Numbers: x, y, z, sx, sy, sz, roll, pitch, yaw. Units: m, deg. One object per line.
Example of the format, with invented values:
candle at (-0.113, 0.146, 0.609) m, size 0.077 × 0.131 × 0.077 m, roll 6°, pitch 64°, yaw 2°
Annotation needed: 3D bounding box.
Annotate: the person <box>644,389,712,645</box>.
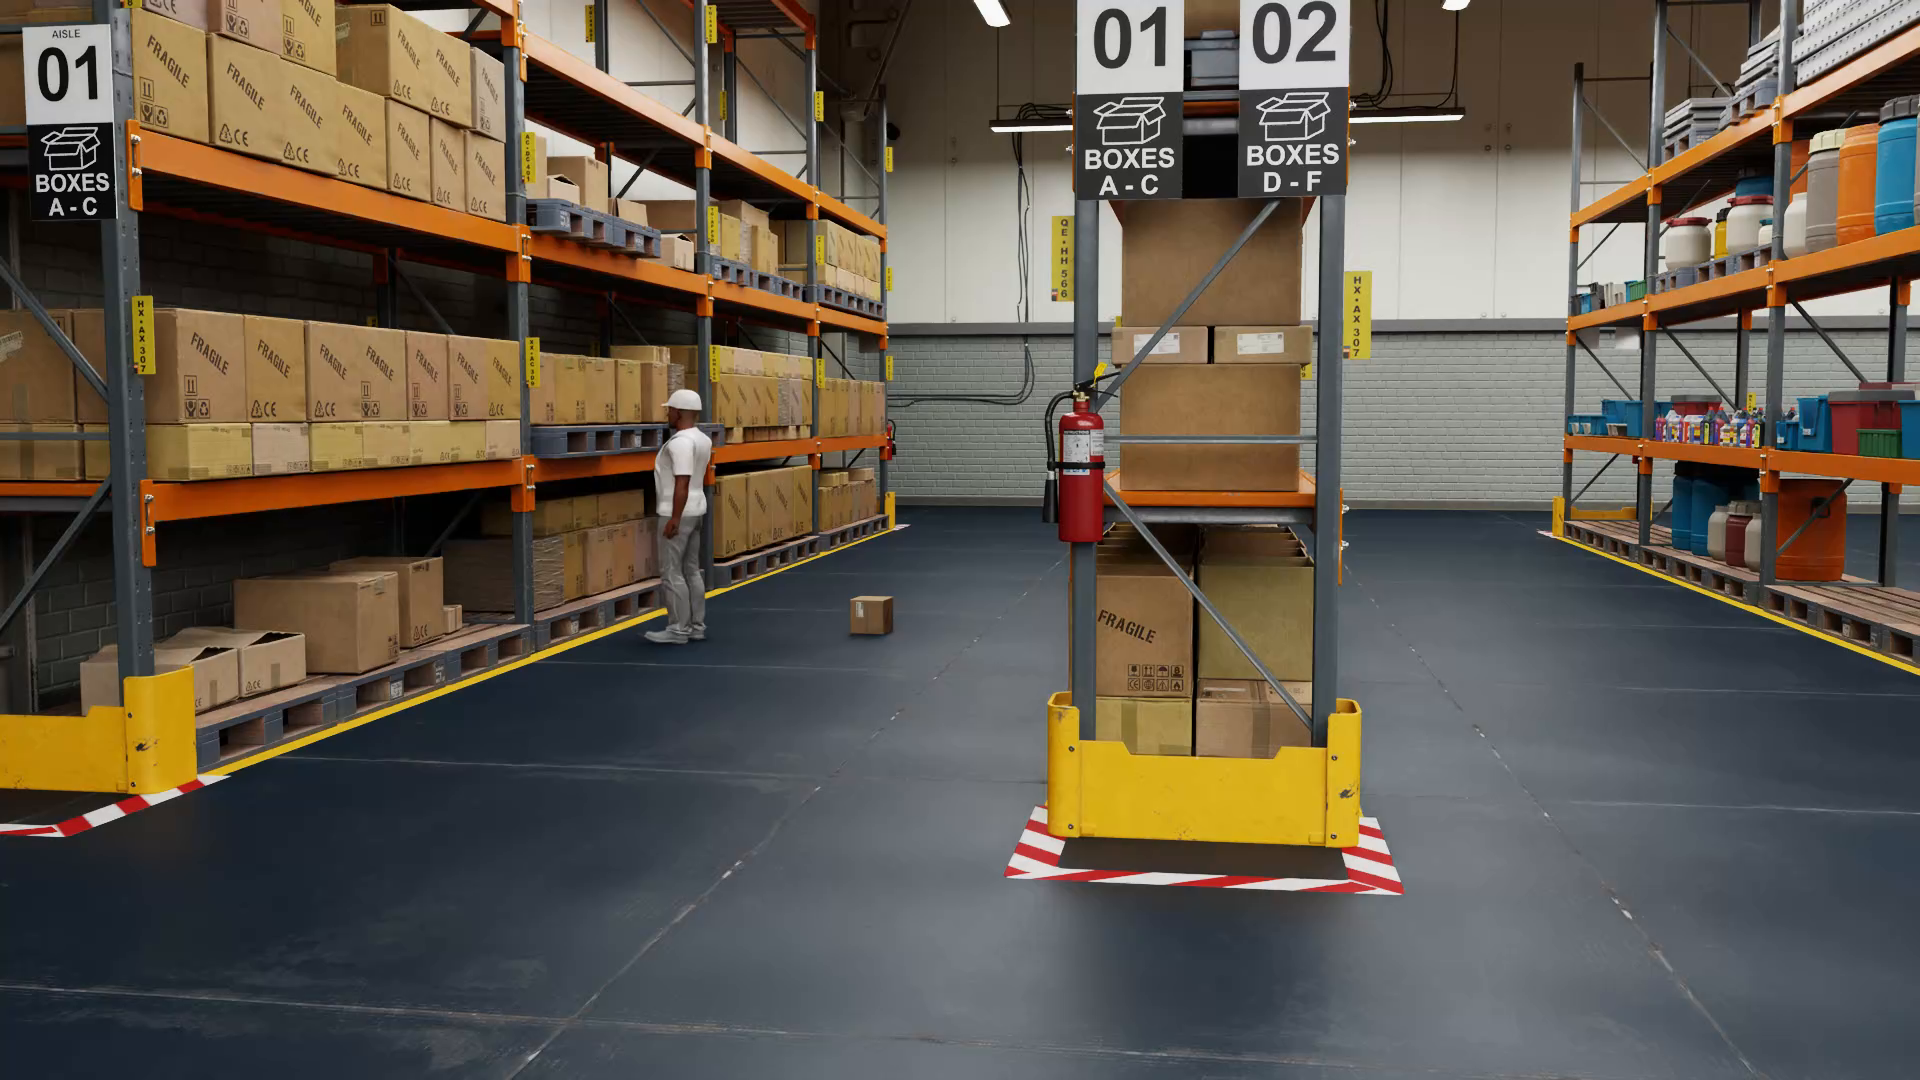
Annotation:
person at (-1.970, -0.161, 11.620) m, size 0.411 × 1.775 × 0.565 m, roll 1°, pitch 4°, yaw 8°
